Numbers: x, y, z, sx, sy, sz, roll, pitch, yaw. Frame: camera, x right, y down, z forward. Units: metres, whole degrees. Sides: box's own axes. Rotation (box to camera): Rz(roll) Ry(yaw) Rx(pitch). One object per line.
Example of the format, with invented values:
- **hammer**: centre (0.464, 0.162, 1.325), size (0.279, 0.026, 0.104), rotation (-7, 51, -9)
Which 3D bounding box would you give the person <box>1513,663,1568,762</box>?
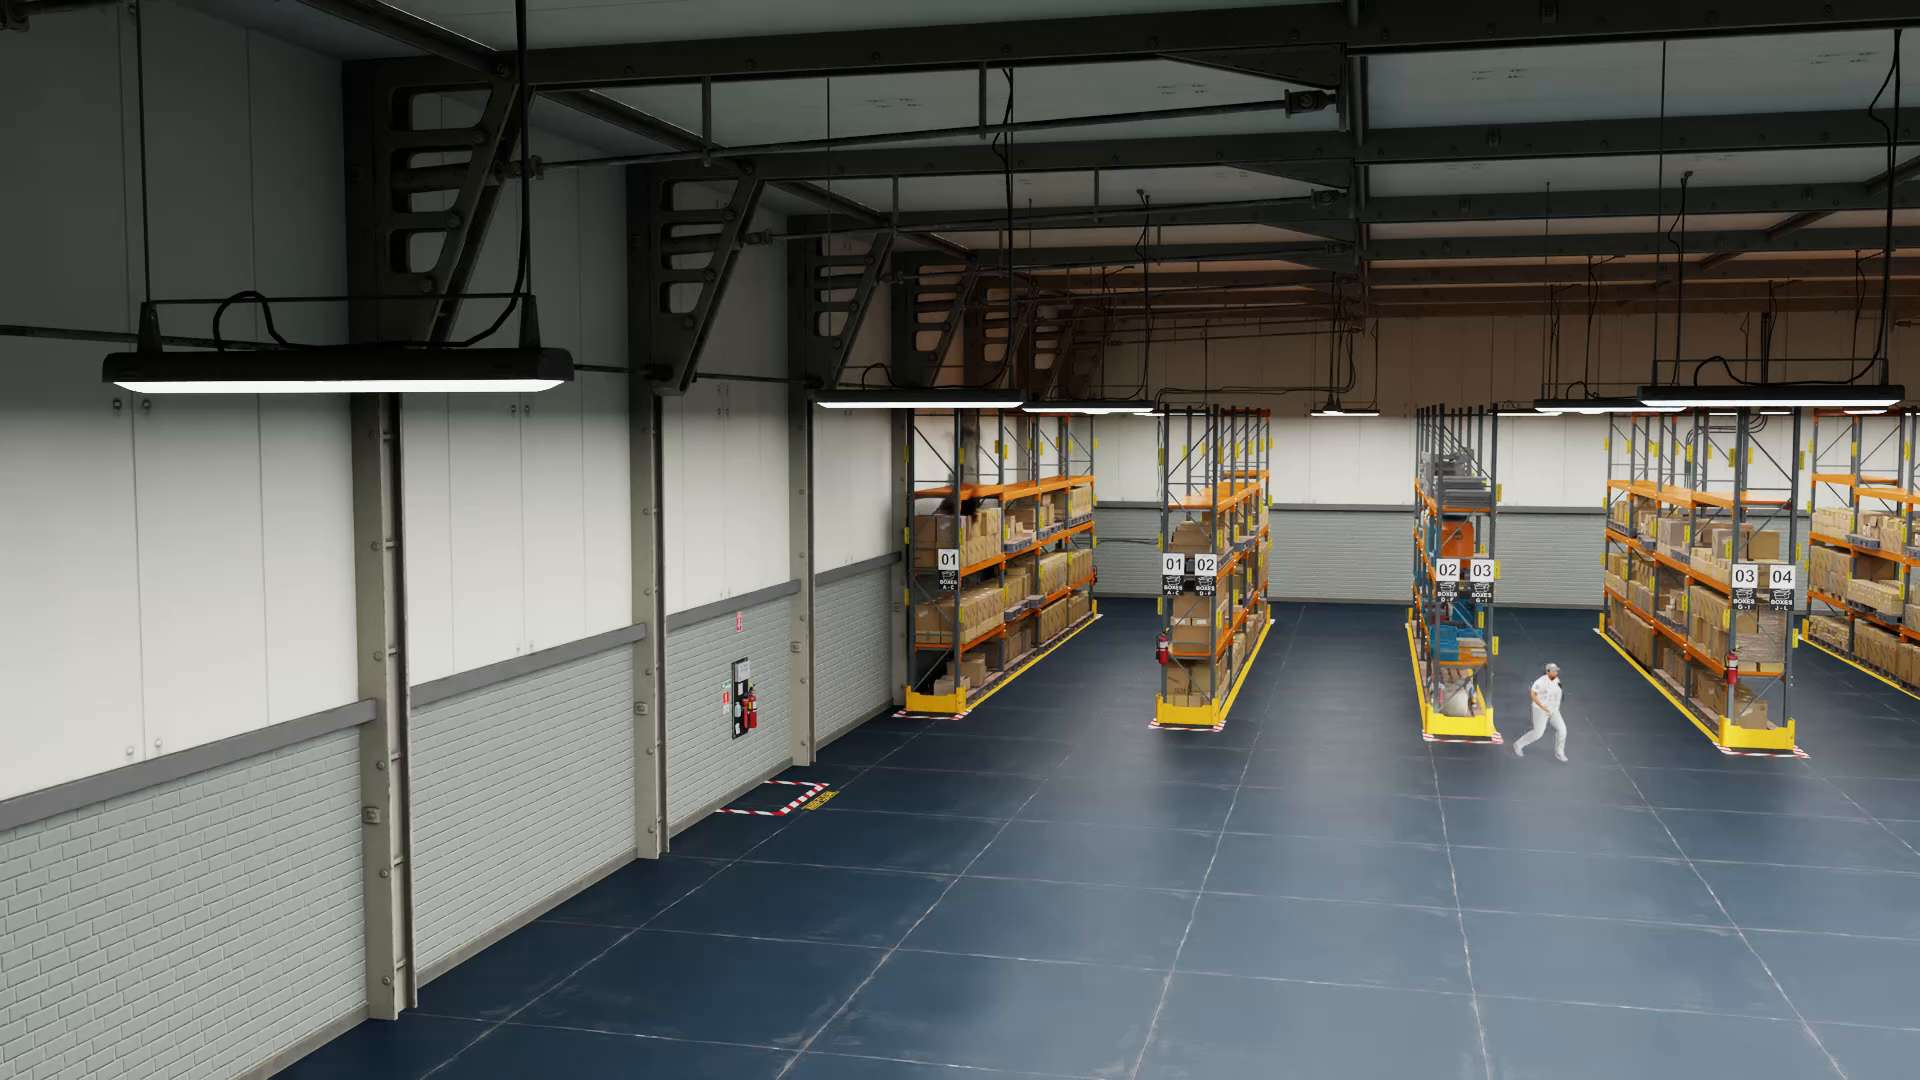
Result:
- **person**: centre (9.817, 2.897, 27.967), size (0.851, 1.670, 0.700), rotation (-2, 5, -31)
